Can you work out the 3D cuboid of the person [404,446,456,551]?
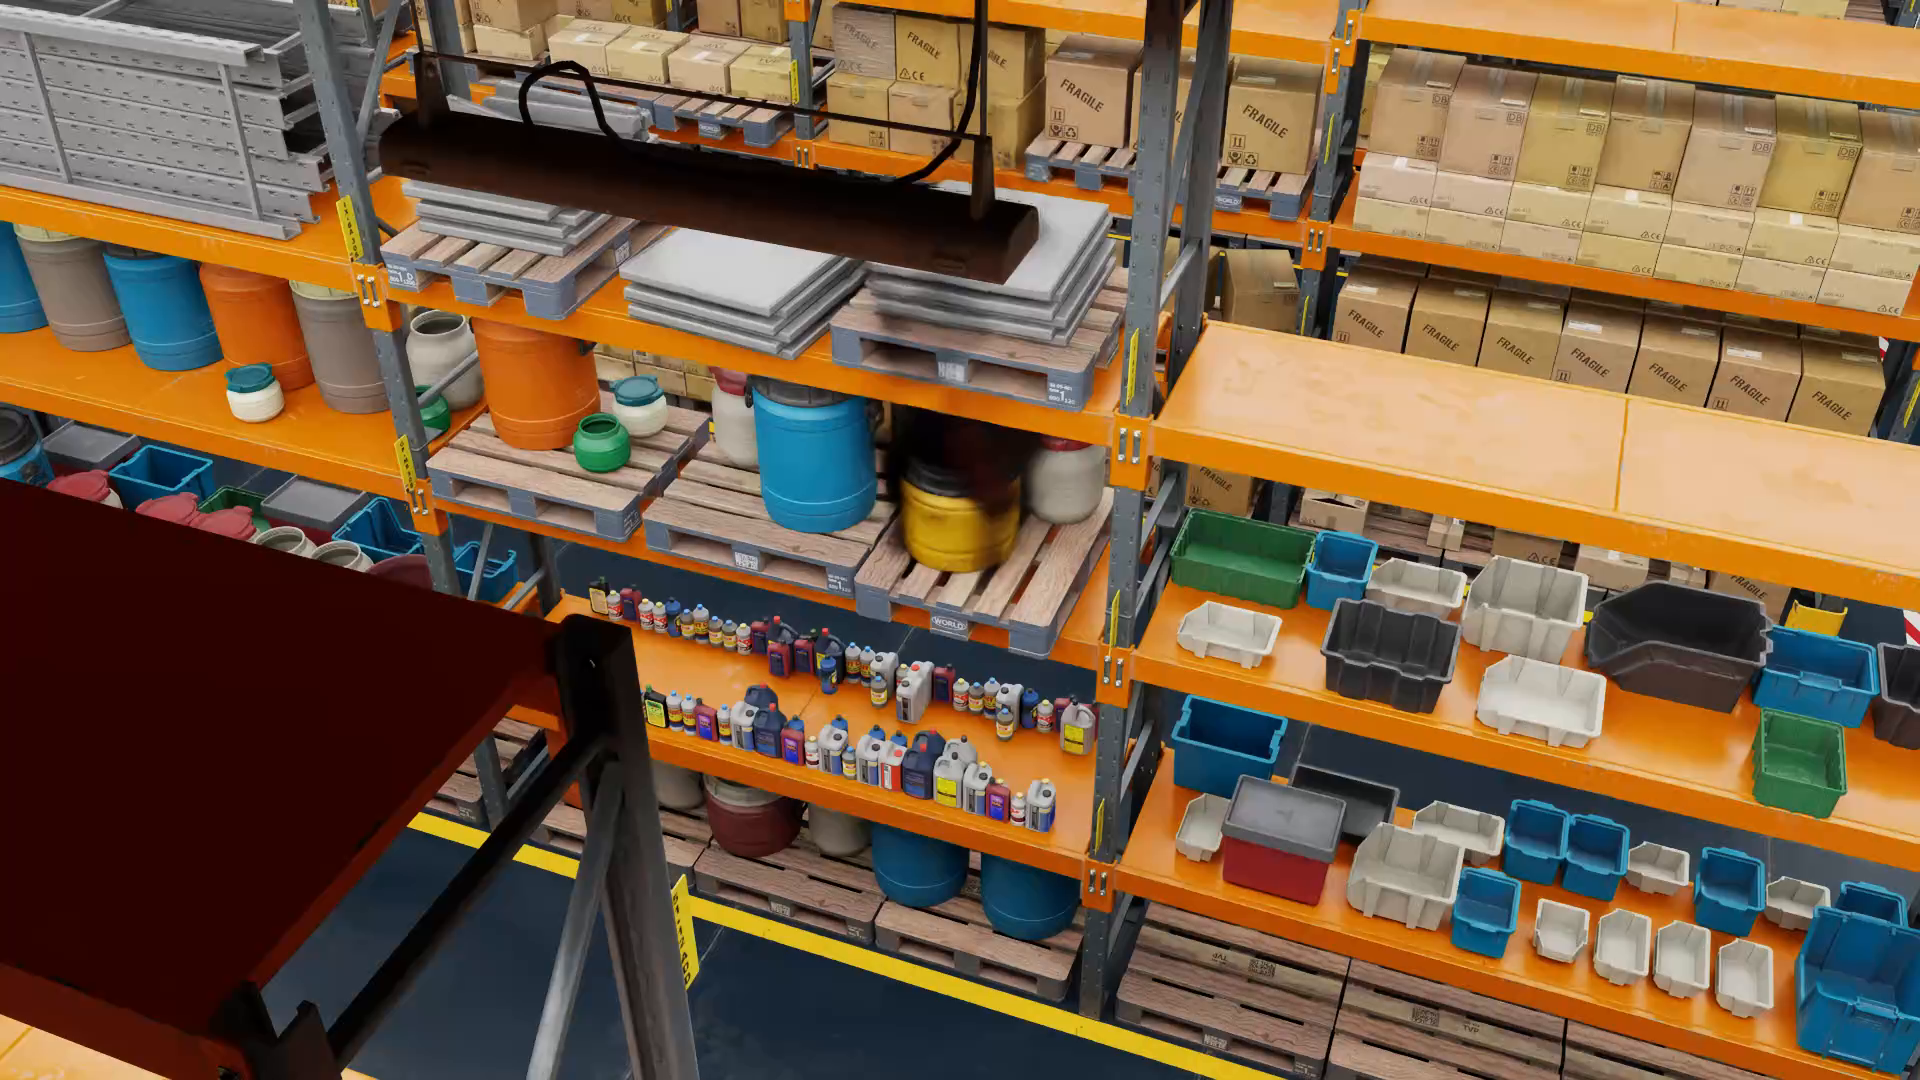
[{"bbox_3d":[-3.899,-0.289,12.330,0.941,1.678,0.579,13,38,17],"label":"person"}]
